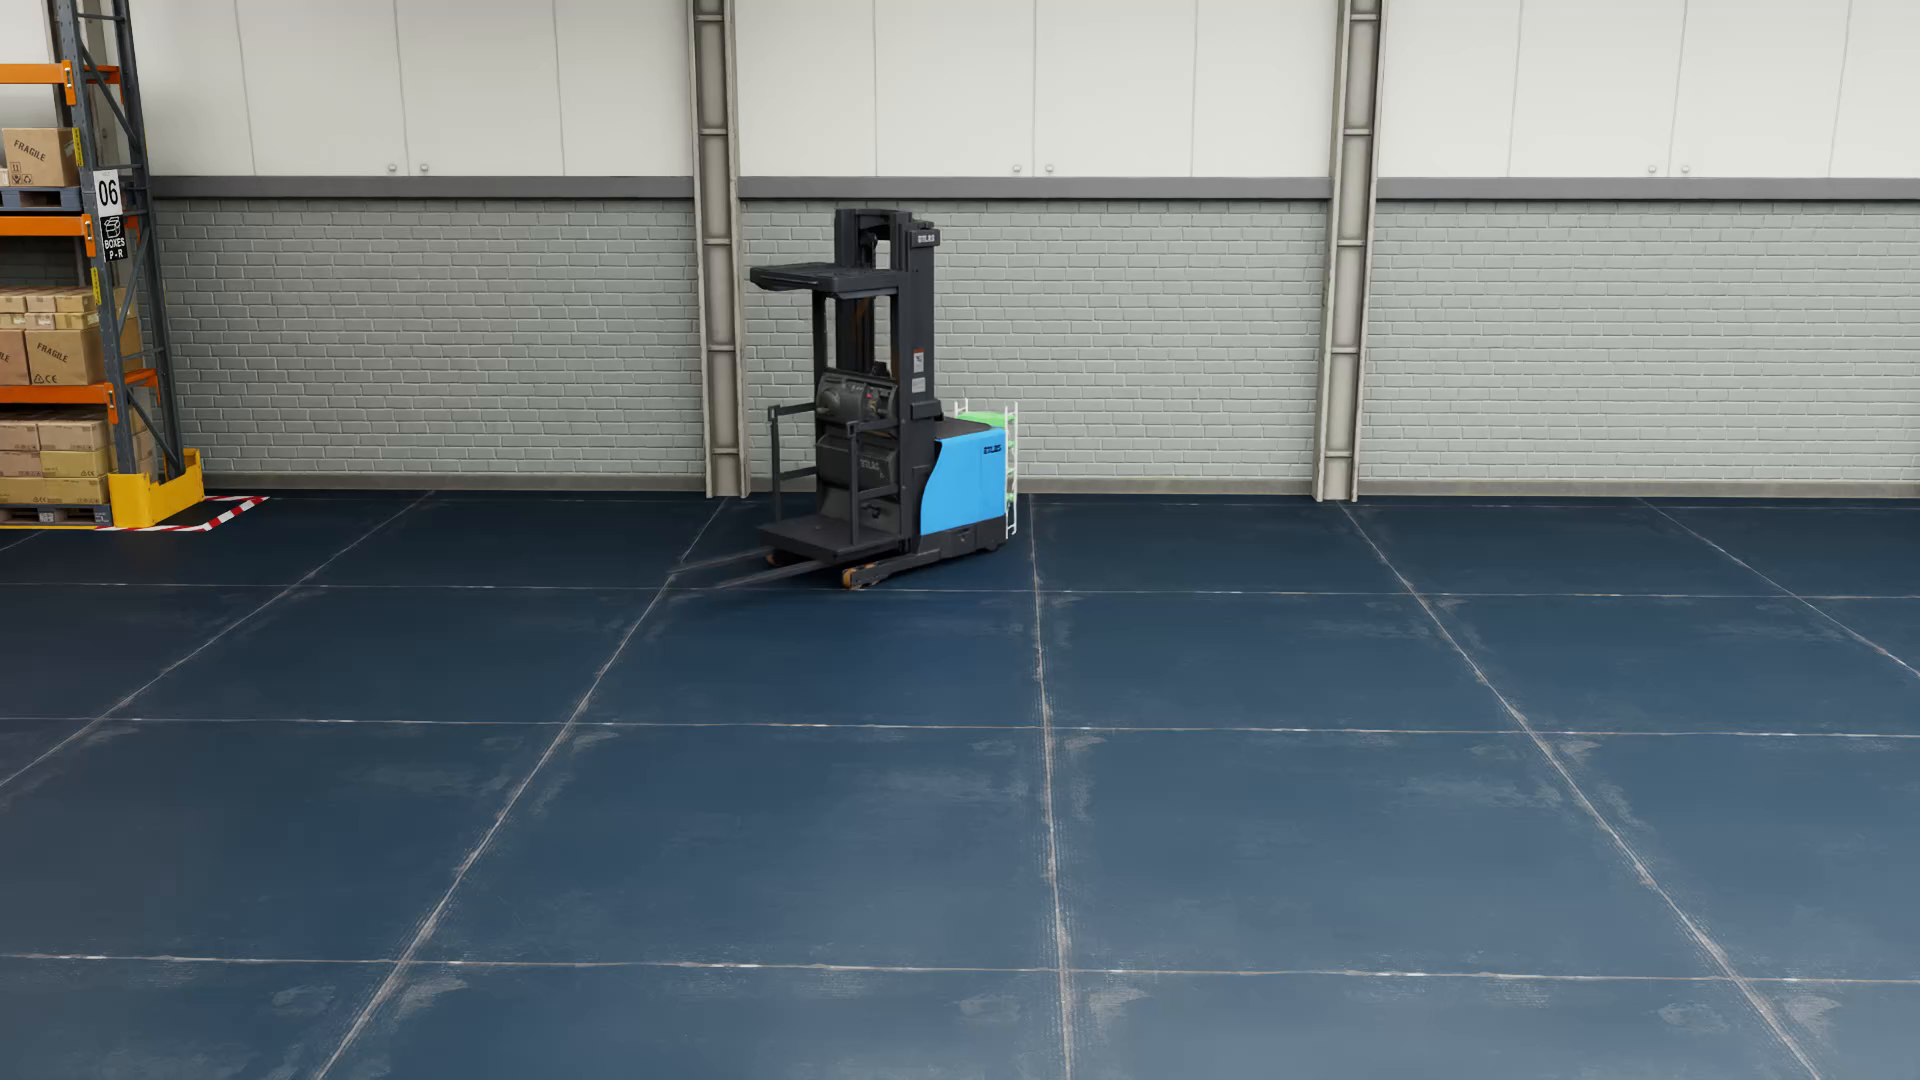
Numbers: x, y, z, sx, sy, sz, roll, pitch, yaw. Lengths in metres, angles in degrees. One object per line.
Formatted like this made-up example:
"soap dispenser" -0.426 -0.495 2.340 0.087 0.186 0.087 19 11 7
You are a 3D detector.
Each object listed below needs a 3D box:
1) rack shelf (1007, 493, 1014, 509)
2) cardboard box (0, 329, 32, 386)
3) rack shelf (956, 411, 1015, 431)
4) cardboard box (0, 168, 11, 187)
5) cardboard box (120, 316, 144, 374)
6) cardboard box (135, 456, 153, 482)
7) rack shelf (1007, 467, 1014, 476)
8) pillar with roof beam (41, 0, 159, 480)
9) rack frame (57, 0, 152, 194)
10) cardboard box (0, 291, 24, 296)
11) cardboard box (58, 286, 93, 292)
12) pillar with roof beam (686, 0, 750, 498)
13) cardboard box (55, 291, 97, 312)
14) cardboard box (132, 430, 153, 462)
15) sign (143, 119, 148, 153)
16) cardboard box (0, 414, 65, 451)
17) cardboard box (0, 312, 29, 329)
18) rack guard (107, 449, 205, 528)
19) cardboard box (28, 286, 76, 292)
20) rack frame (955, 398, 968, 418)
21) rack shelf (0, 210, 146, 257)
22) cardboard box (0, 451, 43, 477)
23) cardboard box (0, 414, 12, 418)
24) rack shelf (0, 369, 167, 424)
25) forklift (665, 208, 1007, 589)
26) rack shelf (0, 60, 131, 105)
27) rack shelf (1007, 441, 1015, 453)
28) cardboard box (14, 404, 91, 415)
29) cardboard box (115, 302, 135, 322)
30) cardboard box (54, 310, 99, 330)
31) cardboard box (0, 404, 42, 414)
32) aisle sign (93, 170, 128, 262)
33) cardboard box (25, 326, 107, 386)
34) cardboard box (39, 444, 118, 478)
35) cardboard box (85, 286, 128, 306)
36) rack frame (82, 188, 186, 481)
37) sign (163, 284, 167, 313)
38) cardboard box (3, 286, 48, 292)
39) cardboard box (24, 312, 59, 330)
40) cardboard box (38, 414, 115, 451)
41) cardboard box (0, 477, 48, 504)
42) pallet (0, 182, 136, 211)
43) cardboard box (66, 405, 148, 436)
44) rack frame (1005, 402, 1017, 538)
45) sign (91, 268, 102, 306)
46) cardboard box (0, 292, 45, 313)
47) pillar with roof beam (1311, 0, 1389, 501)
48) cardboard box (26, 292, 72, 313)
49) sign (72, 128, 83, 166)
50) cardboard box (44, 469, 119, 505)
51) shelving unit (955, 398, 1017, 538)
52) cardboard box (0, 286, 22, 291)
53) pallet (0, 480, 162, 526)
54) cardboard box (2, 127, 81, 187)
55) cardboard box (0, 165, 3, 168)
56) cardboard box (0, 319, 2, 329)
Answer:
"rack shelf" 0.232 -0.351 15.008 0.480 0.148 0.258 7 16 24
"cardboard box" -8.647 -1.702 15.215 0.500 0.500 0.500 1 15 3
"rack shelf" 0.232 -1.047 14.824 0.480 0.148 0.258 7 16 24
"cardboard box" -8.466 -3.220 14.757 0.250 0.149 0.380 0 15 0
"cardboard box" -8.118 -1.834 15.715 0.500 0.500 0.500 1 15 3
"cardboard box" -8.116 -0.638 15.946 0.500 0.250 0.500 0 15 2
"rack shelf" 0.232 -0.583 14.947 0.480 0.148 0.258 7 16 24
"pillar with roof beam" -8.413 -3.749 11.409 0.400 9.000 9.100 0 15 1
"rack frame" -7.630 -4.612 14.682 0.127 3.000 1.000 0 15 1
"cardboard box" -8.750 -2.175 15.154 0.250 0.149 0.380 0 15 2
"cardboard box" -8.225 -2.292 15.596 0.250 0.149 0.380 1 15 3
"pillar with roof beam" -2.415 -3.710 11.261 0.400 9.000 9.100 0 15 1
"cardboard box" -7.994 -2.166 15.119 0.250 0.149 0.380 0 15 2
"cardboard box" -8.095 -0.883 15.893 0.500 0.250 0.500 1 15 2
"sign" -7.610 -3.764 15.480 0.005 0.325 0.100 0 15 1
"cardboard box" -8.609 -0.994 15.334 0.500 0.250 0.500 1 15 2
"cardboard box" -8.498 -2.016 15.133 0.250 0.149 0.380 1 15 2
"rack guard" -7.606 -0.503 15.766 0.348 0.500 1.175 0 15 1
"cardboard box" -8.486 -2.282 15.561 0.250 0.149 0.380 1 15 2
"rack frame" 0.011 -0.671 15.031 0.015 1.200 0.240 7 16 24
"rack shelf" -9.630 -2.827 15.206 4.000 0.370 1.077 0 15 1
"cardboard box" -8.626 -0.756 15.414 0.500 0.250 0.500 0 15 1
"cardboard box" -9.114 -0.995 15.337 0.500 0.250 0.500 1 15 2
"rack shelf" -9.630 -1.377 15.589 4.000 0.370 1.077 0 15 1
"forklift" -1.000 -1.168 13.523 3.031 2.935 1.130 -14 20 -42
"rack shelf" -9.630 -4.084 14.874 4.000 0.370 1.077 0 15 1
"rack shelf" 0.232 -0.815 14.886 0.480 0.148 0.258 7 16 24
"cardboard box" -8.606 -1.122 15.821 0.500 0.250 0.500 0 15 2
"cardboard box" -7.963 -2.142 15.611 0.250 0.149 0.380 0 15 0
"cardboard box" -7.984 -2.004 15.090 0.250 0.149 0.380 1 15 2
"cardboard box" -9.105 -1.128 15.843 0.500 0.250 0.500 0 15 1
"aisle sign" -7.572 -2.893 14.830 0.004 0.787 0.394 0 15 1
"cardboard box" -8.129 -1.696 15.193 0.500 0.500 0.500 0 15 0
"cardboard box" -8.125 -0.750 15.391 0.500 0.250 0.500 0 15 1
"cardboard box" -7.961 -2.274 15.529 0.250 0.149 0.380 0 15 0
"rack frame" -7.630 -1.712 15.447 0.127 3.000 1.000 0 15 1
"sign" -7.610 -2.310 15.863 0.005 0.325 0.100 0 15 1
"cardboard box" -8.733 -2.288 15.581 0.250 0.149 0.380 0 15 2
"cardboard box" -8.240 -1.998 15.067 0.250 0.149 0.380 1 15 2
"cardboard box" -8.099 -0.992 15.327 0.500 0.250 0.500 1 15 3
"cardboard box" -8.605 -0.513 15.472 0.500 0.250 0.500 0 15 1
"pallet" -8.336 -3.130 15.119 1.213 0.211 1.003 0 15 1
"cardboard box" -8.106 -1.120 15.812 0.500 0.250 0.500 0 15 1
"rack frame" 0.452 -0.618 14.830 0.015 1.200 0.240 7 16 24
"sign" -7.658 -2.248 14.745 0.005 0.325 0.100 0 15 1
"cardboard box" -8.503 -2.154 15.075 0.250 0.149 0.380 1 15 3
"pillar with roof beam" 3.583 -3.671 11.113 0.400 9.000 9.100 0 15 1
"cardboard box" -8.241 -2.160 15.095 0.250 0.149 0.380 0 15 2
"sign" -7.658 -3.414 14.438 0.005 0.325 0.100 0 15 1
"cardboard box" -8.108 -0.508 15.451 0.500 0.250 0.500 0 15 2
"shelving unit" 0.232 -0.644 14.931 0.503 1.200 0.258 7 16 24
"cardboard box" -8.997 -2.283 15.564 0.250 0.149 0.380 1 15 3
"pallet" -8.396 -0.358 15.782 1.213 0.211 1.003 0 15 1
"cardboard box" -8.079 -3.402 14.761 0.500 0.500 0.500 1 15 3
"cardboard box" -8.720 -3.278 14.749 0.258 0.266 0.396 0 15 2
"cardboard box" -8.746 -2.020 15.150 0.250 0.149 0.380 0 15 1
